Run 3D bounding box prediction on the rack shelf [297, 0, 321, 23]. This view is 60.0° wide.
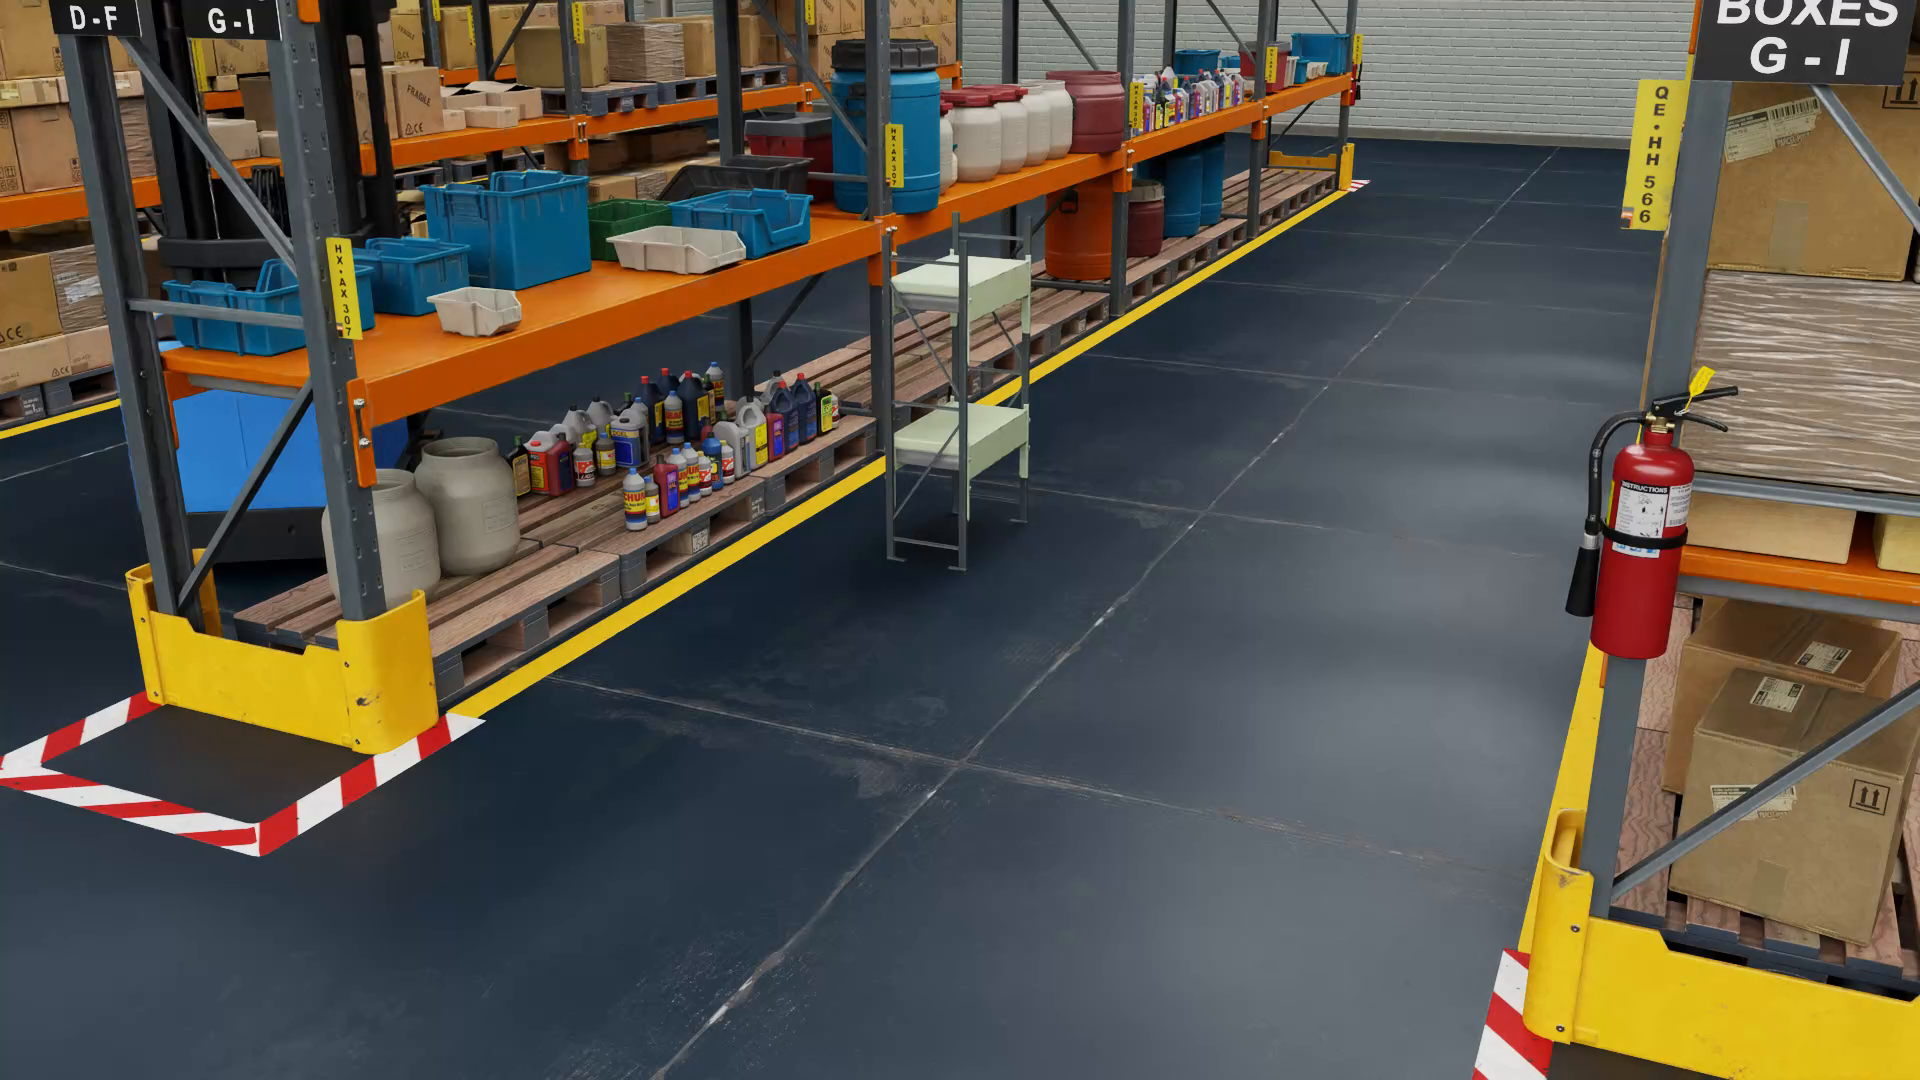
[{"bbox_3d":[-1.663,-2.441,6.952,1.077,0.370,4.000,9,21,23],"label":"rack shelf"}]

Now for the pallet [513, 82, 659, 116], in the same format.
[{"bbox_3d":[-3.510,-4.008,15.048,1.213,0.211,1.003,9,21,23],"label":"pallet"}]

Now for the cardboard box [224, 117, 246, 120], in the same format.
[{"bbox_3d":[-7.823,-3.952,17.185,0.750,0.750,0.750,8,21,22],"label":"cardboard box"}]

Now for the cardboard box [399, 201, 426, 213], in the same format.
[{"bbox_3d":[-4.129,-2.540,13.275,0.500,0.311,0.500,8,21,22],"label":"cardboard box"}]

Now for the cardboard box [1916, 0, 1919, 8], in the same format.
[{"bbox_3d":[4.128,-2.002,7.600,1.000,1.000,1.000,9,21,23],"label":"cardboard box"}]

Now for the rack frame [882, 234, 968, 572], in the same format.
[{"bbox_3d":[-0.153,-0.593,7.397,0.400,1.500,0.023,9,21,23],"label":"rack frame"}]

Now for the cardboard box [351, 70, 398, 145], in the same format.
[{"bbox_3d":[-4.611,-3.252,12.488,0.500,0.500,0.500,9,21,23],"label":"cardboard box"}]

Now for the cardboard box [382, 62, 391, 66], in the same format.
[{"bbox_3d":[-6.715,-5.378,18.960,0.380,0.149,0.250,9,22,24],"label":"cardboard box"}]

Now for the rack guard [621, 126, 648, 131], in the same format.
[{"bbox_3d":[-4.958,-5.835,23.630,1.175,0.500,0.348,9,21,23],"label":"rack guard"}]

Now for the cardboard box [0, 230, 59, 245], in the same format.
[{"bbox_3d":[-6.035,-1.661,10.522,0.500,0.500,0.500,9,21,23],"label":"cardboard box"}]

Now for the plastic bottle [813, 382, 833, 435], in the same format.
[{"bbox_3d":[-0.740,-0.713,8.894,0.061,0.283,0.133,10,22,25],"label":"plastic bottle"}]

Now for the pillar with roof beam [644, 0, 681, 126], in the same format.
[{"bbox_3d":[-0.724,-10.185,23.179,9.100,9.000,0.400,9,21,23],"label":"pillar with roof beam"}]

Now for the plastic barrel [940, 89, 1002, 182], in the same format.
[{"bbox_3d":[0.048,-2.528,10.399,0.433,0.535,0.433,0,20,0],"label":"plastic barrel"}]

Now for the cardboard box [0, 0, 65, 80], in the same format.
[{"bbox_3d":[-5.743,-3.026,9.915,0.700,0.500,0.500,8,21,23],"label":"cardboard box"}]

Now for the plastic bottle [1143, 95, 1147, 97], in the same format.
[{"bbox_3d":[1.473,-3.409,13.271,0.097,0.271,0.097,0,20,0],"label":"plastic bottle"}]

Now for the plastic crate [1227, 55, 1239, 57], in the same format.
[{"bbox_3d":[3.129,-5.163,18.169,0.416,0.233,0.300,9,21,23],"label":"plastic crate"}]

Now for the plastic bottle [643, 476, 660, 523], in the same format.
[{"bbox_3d":[-1.413,-0.187,7.537,0.097,0.201,0.097,0,20,0],"label":"plastic bottle"}]

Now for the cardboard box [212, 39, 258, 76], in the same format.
[{"bbox_3d":[-7.589,-5.029,17.009,0.500,0.500,0.500,9,22,24],"label":"cardboard box"}]

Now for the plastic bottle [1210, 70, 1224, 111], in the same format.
[{"bbox_3d":[2.278,-4.018,14.863,0.144,0.351,0.185,9,21,23],"label":"plastic bottle"}]

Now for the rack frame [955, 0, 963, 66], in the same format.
[{"bbox_3d":[-0.448,-6.327,21.283,1.000,3.000,0.127,9,21,23],"label":"rack frame"}]

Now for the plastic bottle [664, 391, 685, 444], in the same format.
[{"bbox_3d":[-1.502,-0.649,8.732,0.097,0.271,0.097,0,20,0],"label":"plastic bottle"}]

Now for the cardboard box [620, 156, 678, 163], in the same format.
[{"bbox_3d":[-3.133,-3.548,16.544,0.500,0.500,0.500,8,21,21],"label":"cardboard box"}]

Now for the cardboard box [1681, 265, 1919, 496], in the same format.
[{"bbox_3d":[2.287,-0.427,4.100,0.875,0.500,0.500,9,21,23],"label":"cardboard box"}]

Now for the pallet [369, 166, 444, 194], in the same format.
[{"bbox_3d":[-6.854,-4.223,19.527,1.003,0.211,1.213,9,21,23],"label":"pallet"}]

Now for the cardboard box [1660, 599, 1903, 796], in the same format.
[{"bbox_3d":[2.521,0.528,5.110,0.500,0.500,0.500,15,25,37],"label":"cardboard box"}]

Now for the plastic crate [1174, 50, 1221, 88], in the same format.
[{"bbox_3d":[2.312,-4.634,16.455,0.392,0.384,0.575,9,21,23],"label":"plastic crate"}]

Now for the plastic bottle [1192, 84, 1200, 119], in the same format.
[{"bbox_3d":[2.006,-3.749,14.207,0.061,0.283,0.133,9,21,23],"label":"plastic bottle"}]

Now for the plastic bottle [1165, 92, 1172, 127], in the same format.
[{"bbox_3d":[1.677,-3.512,13.560,0.097,0.271,0.097,0,20,0],"label":"plastic bottle"}]

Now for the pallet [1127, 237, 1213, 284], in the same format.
[{"bbox_3d":[1.580,-2.505,14.698,1.003,0.211,1.213,9,21,23],"label":"pallet"}]

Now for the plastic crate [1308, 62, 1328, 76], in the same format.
[{"bbox_3d":[3.901,-5.276,18.632,0.396,0.136,0.243,9,21,23],"label":"plastic crate"}]

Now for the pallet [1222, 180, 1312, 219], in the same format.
[{"bbox_3d":[3.196,-3.714,18.097,1.003,0.211,1.213,9,21,23],"label":"pallet"}]

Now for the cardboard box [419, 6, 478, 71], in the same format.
[{"bbox_3d":[-6.369,-6.088,20.162,0.980,0.700,0.700,9,21,24],"label":"cardboard box"}]

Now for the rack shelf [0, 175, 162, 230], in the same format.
[{"bbox_3d":[-6.180,-1.708,9.369,1.077,0.370,4.000,9,21,23],"label":"rack shelf"}]

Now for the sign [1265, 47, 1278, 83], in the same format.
[{"bbox_3d":[2.933,-4.478,15.670,0.100,0.325,0.005,9,21,23],"label":"sign"}]

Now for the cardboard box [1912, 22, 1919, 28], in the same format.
[{"bbox_3d":[3.124,-1.323,5.127,0.500,0.500,0.500,9,21,23],"label":"cardboard box"}]

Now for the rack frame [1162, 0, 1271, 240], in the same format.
[{"bbox_3d":[2.432,-4.423,15.930,1.000,3.000,0.127,9,21,23],"label":"rack frame"}]

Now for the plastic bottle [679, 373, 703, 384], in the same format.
[{"bbox_3d":[-1.482,-0.762,9.043,0.152,0.276,0.135,9,22,25],"label":"plastic bottle"}]

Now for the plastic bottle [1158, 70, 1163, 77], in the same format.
[{"bbox_3d":[1.893,-4.315,15.799,0.061,0.283,0.133,9,21,23],"label":"plastic bottle"}]

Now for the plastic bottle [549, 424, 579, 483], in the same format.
[{"bbox_3d":[-1.945,-0.416,8.071,0.152,0.276,0.135,8,21,21],"label":"plastic bottle"}]

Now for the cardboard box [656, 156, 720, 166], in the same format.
[{"bbox_3d":[-2.648,-3.484,16.364,0.500,0.500,0.500,8,21,21],"label":"cardboard box"}]

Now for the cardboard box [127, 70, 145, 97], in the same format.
[{"bbox_3d":[-5.277,-2.899,10.526,0.380,0.149,0.250,9,21,23],"label":"cardboard box"}]

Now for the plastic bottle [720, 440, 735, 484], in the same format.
[{"bbox_3d":[-1.149,-0.384,8.091,0.097,0.201,0.097,0,20,0],"label":"plastic bottle"}]

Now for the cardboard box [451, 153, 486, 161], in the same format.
[{"bbox_3d":[-6.207,-5.017,20.704,0.700,0.500,0.500,9,21,23],"label":"cardboard box"}]

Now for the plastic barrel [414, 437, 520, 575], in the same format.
[{"bbox_3d":[-2.077,-0.146,6.988,0.421,0.512,0.421,0,20,0],"label":"plastic barrel"}]

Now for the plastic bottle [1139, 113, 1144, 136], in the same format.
[{"bbox_3d":[1.378,-3.256,12.945,0.097,0.201,0.097,0,20,0],"label":"plastic bottle"}]

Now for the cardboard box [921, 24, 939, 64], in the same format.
[{"bbox_3d":[-0.592,-6.041,20.329,0.500,0.500,0.500,9,21,23],"label":"cardboard box"}]

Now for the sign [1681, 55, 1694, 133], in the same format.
[{"bbox_3d":[3.167,-1.919,7.159,0.100,0.325,0.005,9,21,23],"label":"sign"}]

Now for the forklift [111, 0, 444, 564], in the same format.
[{"bbox_3d":[-3.379,-1.720,8.430,1.130,2.935,3.031,-3,20,-8],"label":"forklift"}]

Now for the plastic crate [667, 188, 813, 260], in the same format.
[{"bbox_3d":[-1.049,-1.532,8.022,0.499,0.251,0.616,9,21,23],"label":"plastic crate"}]

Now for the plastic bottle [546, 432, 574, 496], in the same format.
[{"bbox_3d":[-1.904,-0.363,7.910,0.061,0.283,0.133,9,21,23],"label":"plastic bottle"}]

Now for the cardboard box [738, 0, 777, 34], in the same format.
[{"bbox_3d":[-2.115,-5.812,18.195,0.500,0.500,0.500,9,21,23],"label":"cardboard box"}]

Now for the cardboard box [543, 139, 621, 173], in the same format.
[{"bbox_3d":[-3.535,-3.600,15.570,0.500,0.250,0.500,9,22,25],"label":"cardboard box"}]

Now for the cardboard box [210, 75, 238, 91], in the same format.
[{"bbox_3d":[-7.601,-4.665,16.955,0.380,0.149,0.250,9,22,24],"label":"cardboard box"}]

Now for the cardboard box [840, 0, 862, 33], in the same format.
[{"bbox_3d":[-1.425,-5.886,18.400,0.500,0.500,0.500,8,21,21],"label":"cardboard box"}]

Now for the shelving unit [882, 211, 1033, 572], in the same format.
[{"bbox_3d":[-0.003,-0.705,7.712,0.431,1.500,0.755,9,21,23],"label":"shelving unit"}]

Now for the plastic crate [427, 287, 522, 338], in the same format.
[{"bbox_3d":[-1.822,-0.860,6.304,0.298,0.136,0.250,9,21,23],"label":"plastic crate"}]
